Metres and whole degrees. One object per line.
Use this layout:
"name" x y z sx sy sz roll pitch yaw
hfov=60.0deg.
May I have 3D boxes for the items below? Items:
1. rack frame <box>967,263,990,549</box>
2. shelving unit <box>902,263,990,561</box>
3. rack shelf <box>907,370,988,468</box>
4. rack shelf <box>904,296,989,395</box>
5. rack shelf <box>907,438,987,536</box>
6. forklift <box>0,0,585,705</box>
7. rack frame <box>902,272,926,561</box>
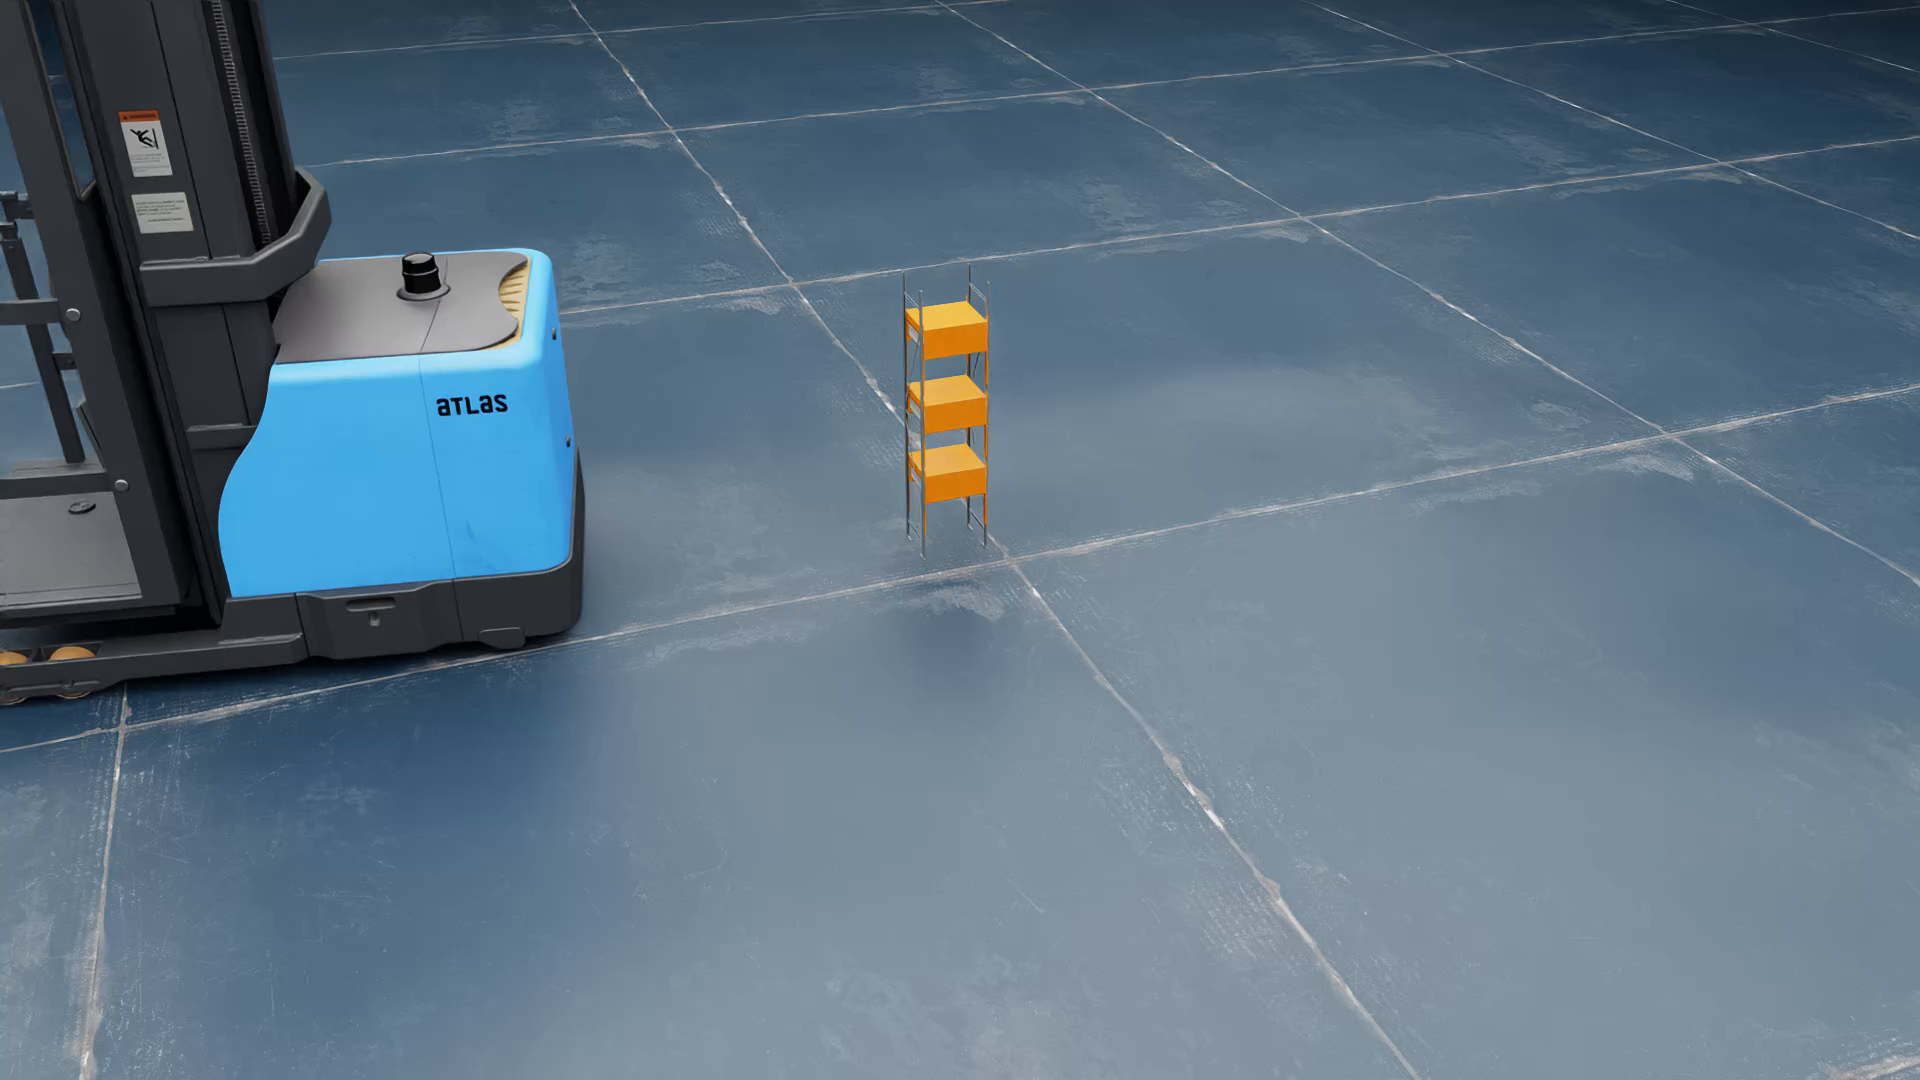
"rack frame" 0.064 -0.468 6.011 0.008 1.050 0.200 -10 31 -18
"shelving unit" -0.050 -0.447 5.974 0.252 1.050 0.215 -10 31 -18
"rack shelf" -0.050 -0.438 5.979 0.240 0.259 0.215 -10 31 -18
"rack shelf" -0.050 -0.684 5.839 0.240 0.259 0.215 -10 31 -18
"rack shelf" -0.050 -0.196 6.117 0.240 0.259 0.215 -10 31 -18
"forklift" -2.855 -1.029 5.095 3.031 2.935 1.130 -5 30 -9
"rack frame" -0.164 -0.426 5.937 0.008 1.050 0.200 -10 31 -18
